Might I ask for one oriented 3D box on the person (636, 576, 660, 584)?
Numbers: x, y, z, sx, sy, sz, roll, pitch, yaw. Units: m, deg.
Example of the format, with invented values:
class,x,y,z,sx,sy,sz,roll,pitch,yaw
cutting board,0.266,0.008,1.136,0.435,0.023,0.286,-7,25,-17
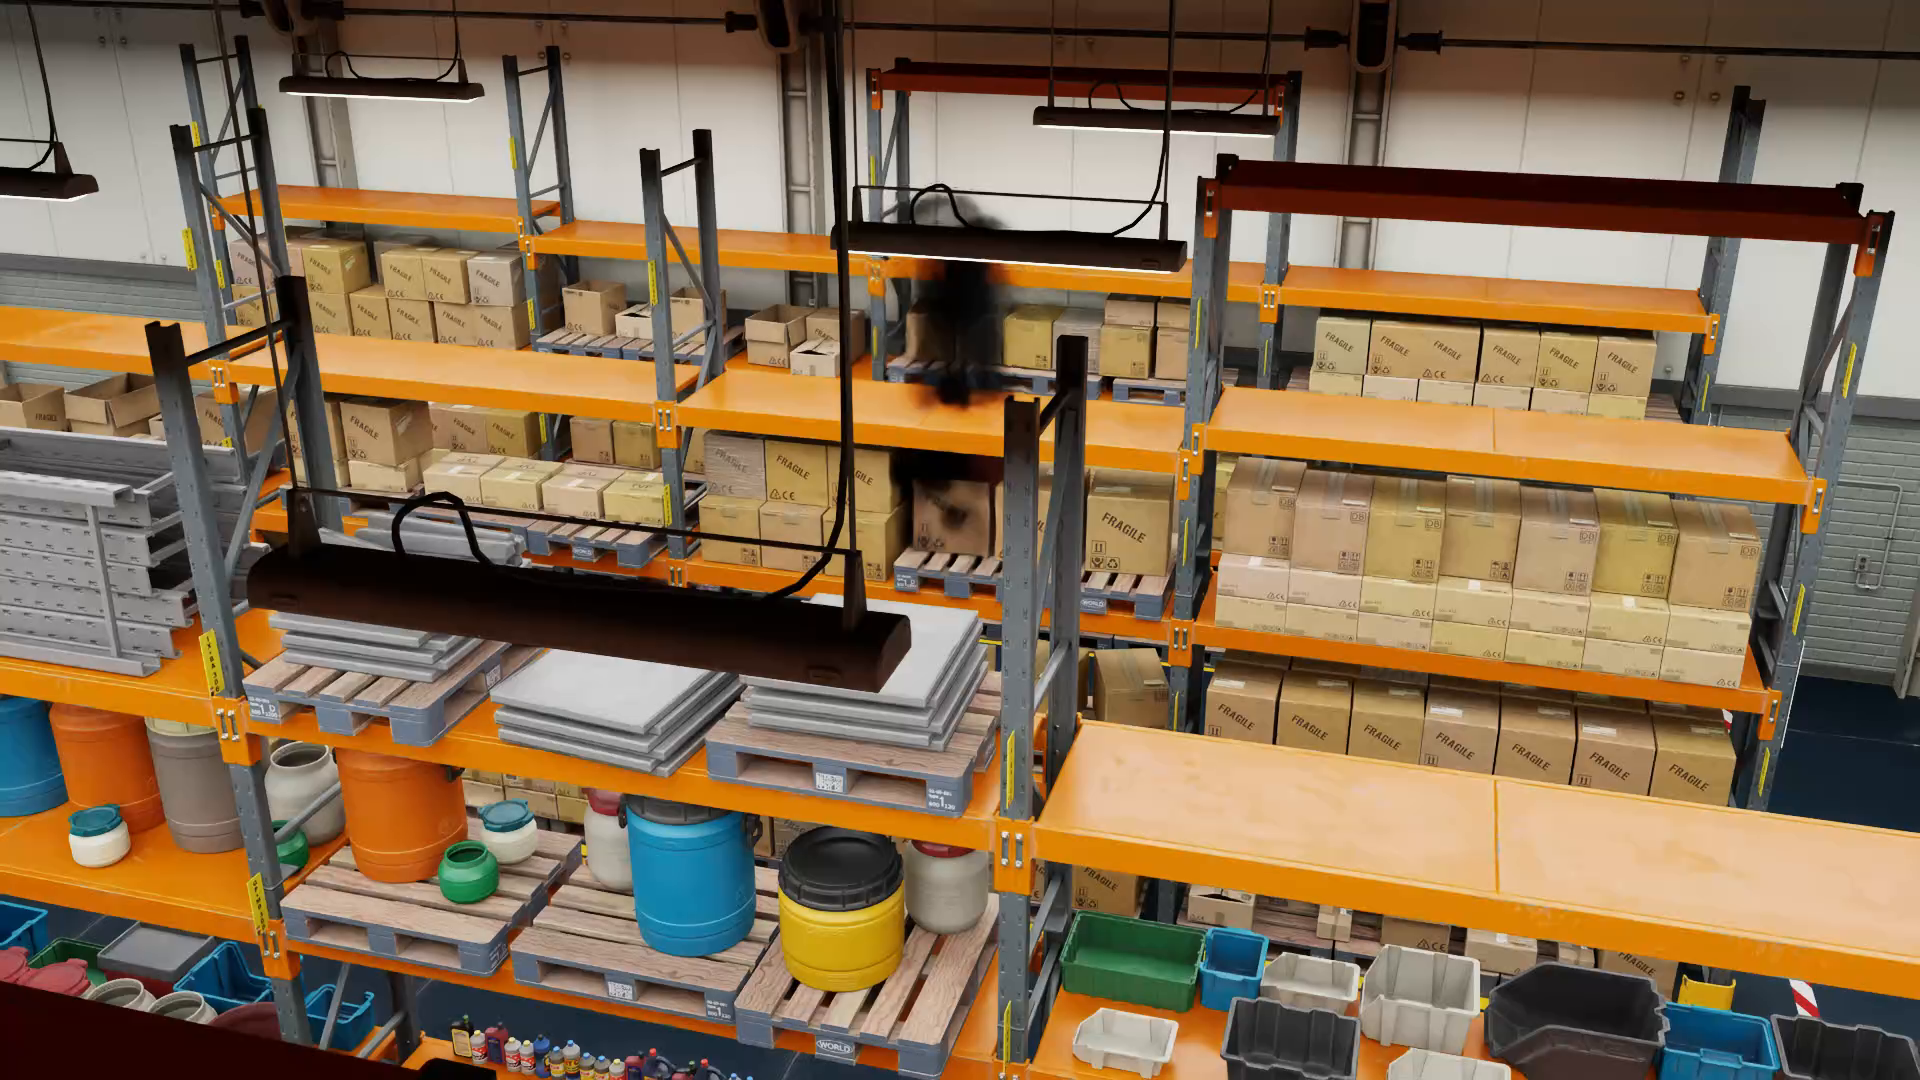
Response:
class,x,y,z,sx,sy,sz,roll,pitch,yaw
person,-3.018,0.985,16.329,0.701,1.560,0.507,4,23,10
